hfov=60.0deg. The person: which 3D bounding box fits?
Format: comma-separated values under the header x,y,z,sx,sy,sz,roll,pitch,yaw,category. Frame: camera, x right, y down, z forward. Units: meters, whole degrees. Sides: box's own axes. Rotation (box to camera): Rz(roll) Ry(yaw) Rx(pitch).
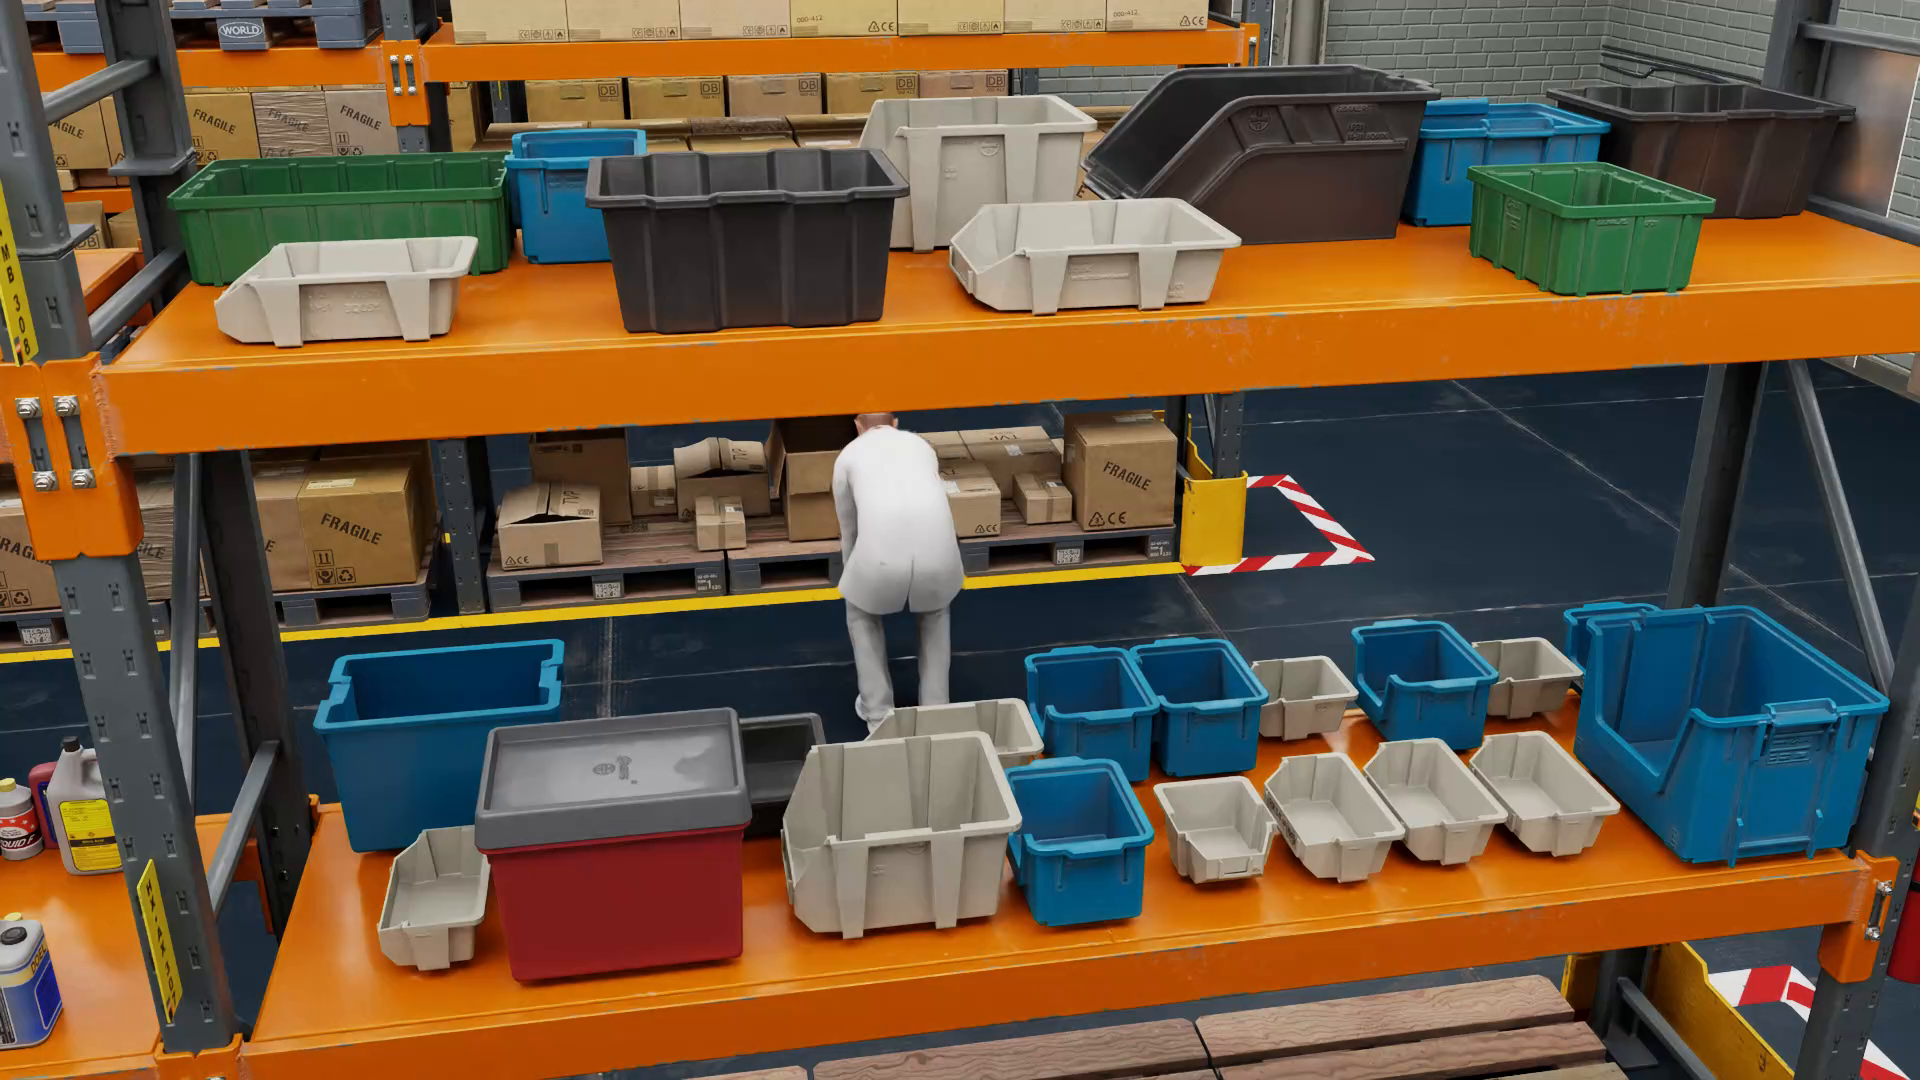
x,y,z,sx,sy,sz,roll,pitch,yaw,category
-0.294,0.121,7.415,0.566,1.324,0.890,-5,24,-12,person
